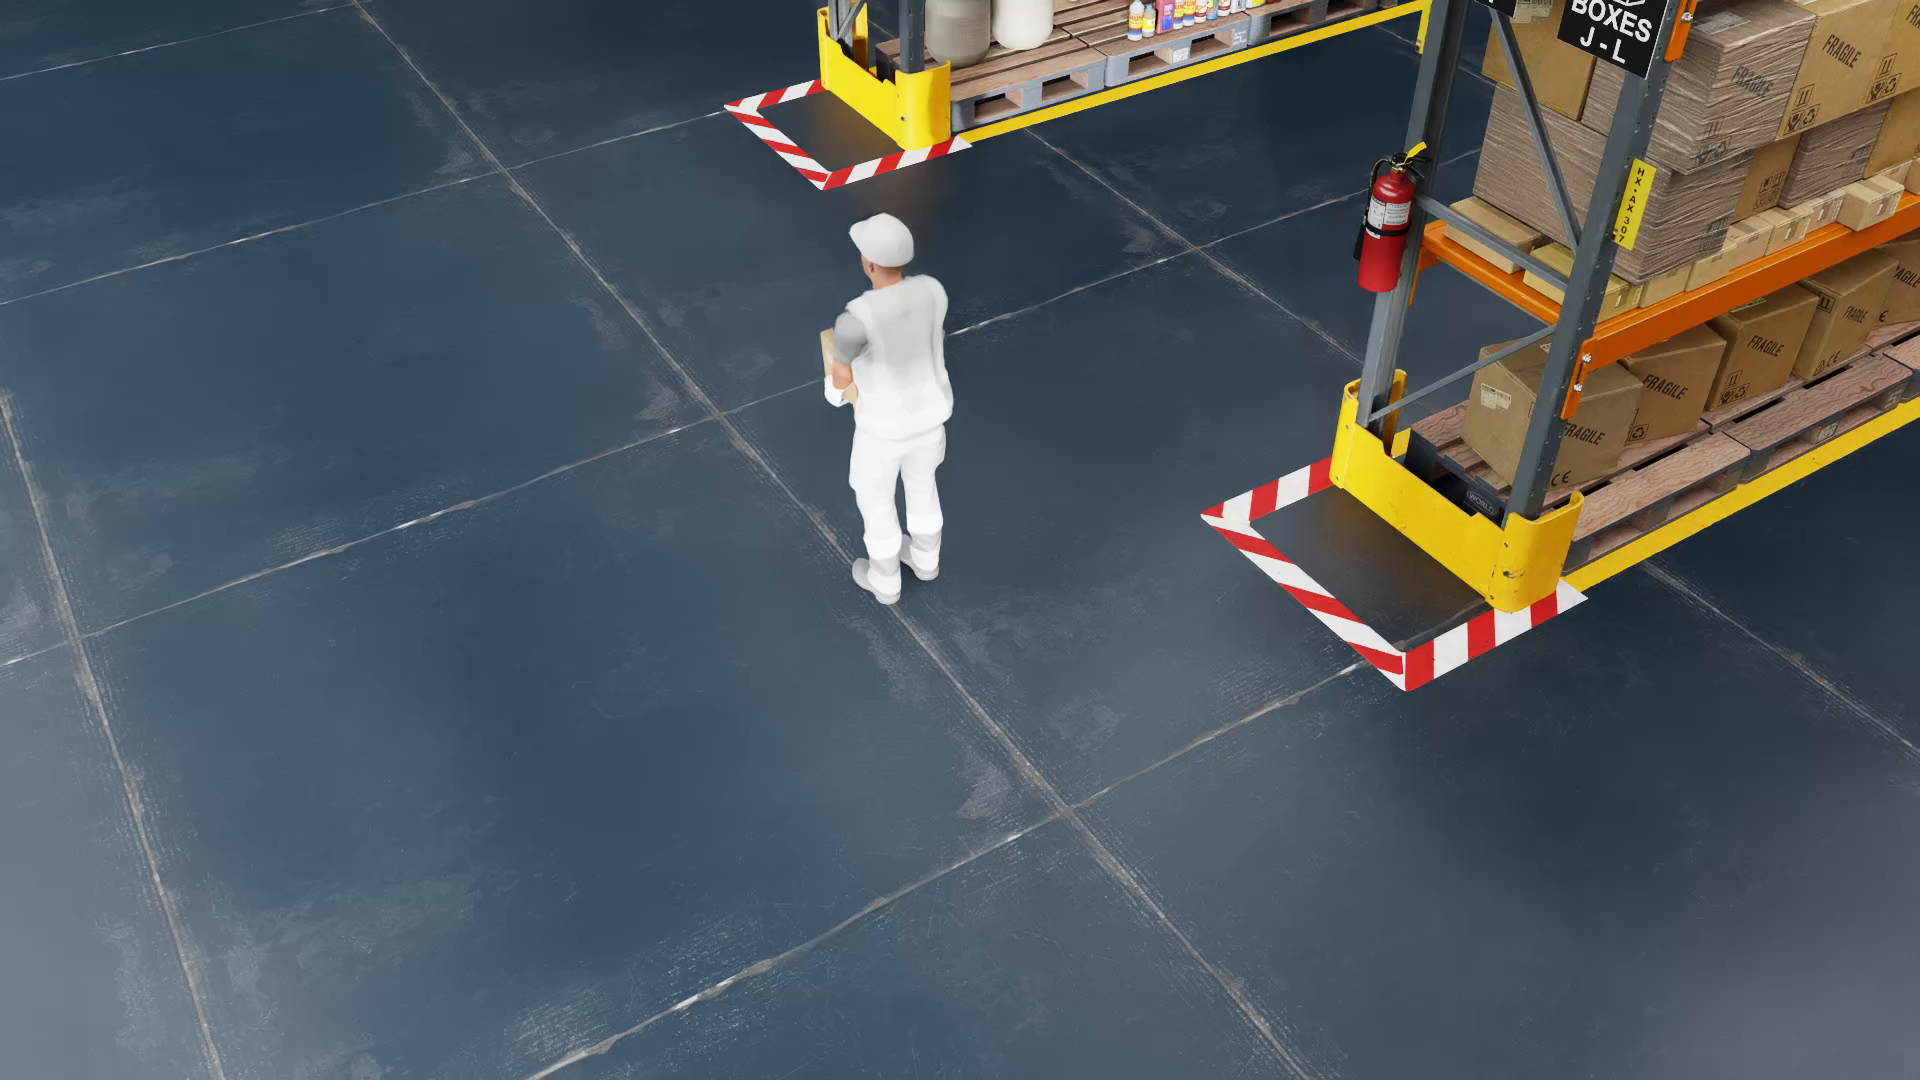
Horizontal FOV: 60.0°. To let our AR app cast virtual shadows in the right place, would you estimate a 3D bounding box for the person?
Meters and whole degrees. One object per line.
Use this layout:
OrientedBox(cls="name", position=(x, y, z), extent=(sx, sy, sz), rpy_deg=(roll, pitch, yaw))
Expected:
OrientedBox(cls="person", position=(-0.304, -0.549, 6.787), extent=(0.495, 1.781, 0.563), rpy_deg=(-23, 46, -25))
